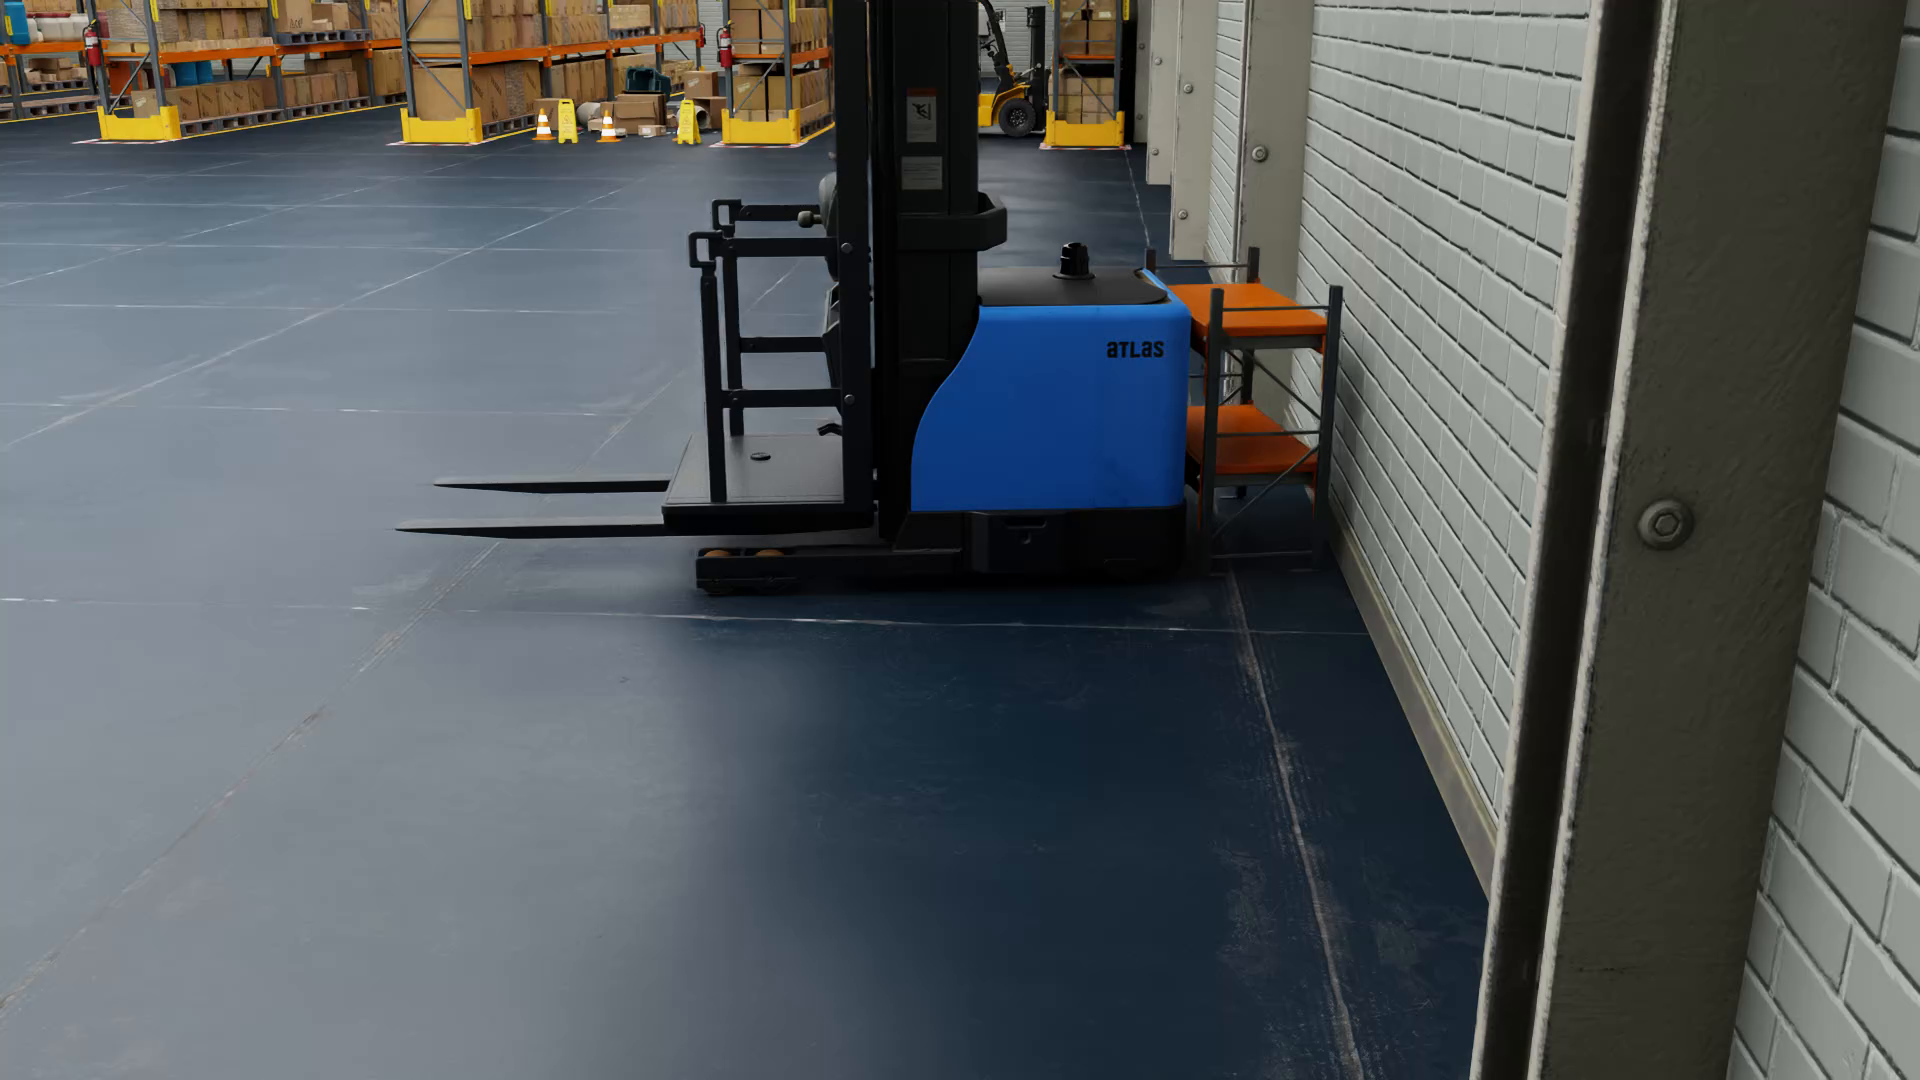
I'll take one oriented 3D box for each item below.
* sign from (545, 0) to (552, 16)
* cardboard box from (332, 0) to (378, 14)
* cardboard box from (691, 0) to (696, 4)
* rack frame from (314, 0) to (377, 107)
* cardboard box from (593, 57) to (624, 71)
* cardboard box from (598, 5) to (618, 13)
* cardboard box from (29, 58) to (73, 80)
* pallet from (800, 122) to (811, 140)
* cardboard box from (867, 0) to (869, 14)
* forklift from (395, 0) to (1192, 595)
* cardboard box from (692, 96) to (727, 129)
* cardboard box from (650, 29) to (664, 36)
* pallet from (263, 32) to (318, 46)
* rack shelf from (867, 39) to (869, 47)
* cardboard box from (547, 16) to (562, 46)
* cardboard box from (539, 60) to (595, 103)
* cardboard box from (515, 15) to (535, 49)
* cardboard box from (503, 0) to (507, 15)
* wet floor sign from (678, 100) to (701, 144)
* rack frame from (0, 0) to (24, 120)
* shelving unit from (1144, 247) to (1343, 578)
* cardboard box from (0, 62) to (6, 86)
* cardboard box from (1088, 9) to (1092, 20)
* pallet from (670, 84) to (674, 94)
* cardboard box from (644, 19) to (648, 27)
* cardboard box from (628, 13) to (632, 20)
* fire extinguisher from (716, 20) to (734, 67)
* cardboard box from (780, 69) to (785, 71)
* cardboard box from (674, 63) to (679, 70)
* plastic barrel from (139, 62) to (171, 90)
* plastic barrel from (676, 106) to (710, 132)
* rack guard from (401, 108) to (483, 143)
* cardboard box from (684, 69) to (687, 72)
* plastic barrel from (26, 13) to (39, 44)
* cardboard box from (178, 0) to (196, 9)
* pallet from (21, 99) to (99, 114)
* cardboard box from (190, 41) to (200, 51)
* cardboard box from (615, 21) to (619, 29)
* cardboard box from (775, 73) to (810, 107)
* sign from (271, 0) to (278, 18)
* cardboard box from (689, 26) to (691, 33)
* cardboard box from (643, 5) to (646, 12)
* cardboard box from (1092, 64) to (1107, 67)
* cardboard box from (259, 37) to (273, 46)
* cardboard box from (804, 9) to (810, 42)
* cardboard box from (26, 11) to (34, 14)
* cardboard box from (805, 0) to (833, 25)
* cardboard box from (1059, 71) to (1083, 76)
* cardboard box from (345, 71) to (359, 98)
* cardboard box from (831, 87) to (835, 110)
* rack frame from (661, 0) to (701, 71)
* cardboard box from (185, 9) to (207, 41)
[{"bbox_3d":[-7.161,-9.287,28.932,0.100,0.325,0.005,1,18,4],"label":"sign"},{"bbox_3d":[-12.300,-10.986,33.861,0.797,0.503,0.637,2,18,6],"label":"cardboard box"},{"bbox_3d":[-6.639,-13.094,39.822,0.500,0.500,0.500,1,18,3],"label":"cardboard box"},{"bbox_3d":[-12.368,-10.235,33.341,1.000,3.000,0.127,1,18,4],"label":"rack frame"},{"bbox_3d":[-7.137,-9.670,33.751,0.500,0.250,0.500,0,18,1],"label":"cardboard box"},{"bbox_3d":[-7.163,-10.754,33.700,0.380,0.149,0.250,1,18,4],"label":"cardboard box"},{"bbox_3d":[-21.832,-11.306,39.912,0.797,0.503,0.637,1,18,4],"label":"cardboard box"},{"bbox_3d":[-2.958,-6.479,26.357,1.003,0.211,1.213,1,18,4],"label":"pallet"},{"bbox_3d":[-2.126,-10.999,33.905,0.500,0.500,0.500,2,18,5],"label":"cardboard box"},{"bbox_3d":[-0.665,-1.355,6.352,3.031,2.935,1.130,-1,18,-3],"label":"forklift"},{"bbox_3d":[-4.204,-7.282,28.340,0.500,0.500,0.500,17,25,41],"label":"cardboard box"},{"bbox_3d":[-6.795,-11.296,36.984,0.380,0.149,0.250,2,18,6],"label":"cardboard box"},{"bbox_3d":[-12.455,-9.135,30.294,1.003,0.211,1.213,1,18,4],"label":"pallet"},{"bbox_3d":[-2.340,-10.293,34.673,1.077,0.370,4.000,1,18,4],"label":"rack shelf"},{"bbox_3d":[-7.409,-9.055,29.580,0.500,0.500,0.500,1,18,5],"label":"cardboard box"},{"bbox_3d":[-7.621,-8.764,31.792,1.050,0.750,0.750,2,18,5],"label":"cardboard box"},{"bbox_3d":[-7.746,-8.635,28.219,0.875,0.550,0.550,1,18,4],"label":"cardboard box"},{"bbox_3d":[-7.905,-8.818,27.042,0.875,0.550,0.500,1,18,4],"label":"cardboard box"},{"bbox_3d":[-4.138,-6.375,25.342,0.267,0.644,0.232,8,20,23],"label":"wet floor sign"},{"bbox_3d":[-17.595,-9.103,29.887,1.000,3.000,0.127,1,18,4],"label":"rack frame"},{"bbox_3d":[1.108,-0.560,6.825,0.538,1.125,1.048,-2,18,-7],"label":"shelving unit"},{"bbox_3d":[-21.755,-10.408,37.176,0.500,0.500,0.500,1,18,4],"label":"cardboard box"},{"bbox_3d":[2.131,-7.953,25.174,0.380,0.149,0.250,1,18,4],"label":"cardboard box"},{"bbox_3d":[-7.129,-10.219,37.772,1.003,0.211,1.213,1,18,4],"label":"pallet"},{"bbox_3d":[-6.990,-11.207,36.036,0.380,0.149,0.250,1,18,4],"label":"cardboard box"},{"bbox_3d":[-7.087,-10.944,34.756,0.380,0.149,0.250,2,18,6],"label":"cardboard box"},{"bbox_3d":[-3.525,-7.467,25.018,0.296,0.674,0.183,1,18,4],"label":"fire extinguisher"},{"bbox_3d":[-3.109,-7.677,28.071,0.500,0.500,0.500,2,18,6],"label":"cardboard box"},{"bbox_3d":[-6.773,-11.050,38.776,0.380,0.149,0.250,1,18,4],"label":"cardboard box"},{"bbox_3d":[-17.209,-9.902,35.524,0.600,0.588,0.708,1,18,4],"label":"plastic barrel"},{"bbox_3d":[-4.419,-6.980,27.545,0.512,0.421,0.421,17,25,41],"label":"plastic barrel"},{"bbox_3d":[-8.003,-6.413,25.691,1.175,0.500,0.348,1,18,4],"label":"rack guard"},{"bbox_3d":[-6.668,-11.071,39.318,0.380,0.149,0.250,2,18,5],"label":"cardboard box"},{"bbox_3d":[-17.308,-9.460,30.758,0.433,0.535,0.433,0,18,0],"label":"plastic barrel"},{"bbox_3d":[-12.588,-8.734,26.517,0.500,0.500,0.500,1,18,4],"label":"cardboard box"},{"bbox_3d":[-17.493,-8.403,32.228,1.003,0.211,1.213,1,18,4],"label":"pallet"},{"bbox_3d":[-12.591,-8.024,26.998,0.380,0.149,0.250,1,18,4],"label":"cardboard box"},{"bbox_3d":[-7.157,-10.474,33.801,0.380,0.149,0.250,2,18,7],"label":"cardboard box"},{"bbox_3d":[-2.689,-7.192,26.593,0.500,0.500,0.500,1,18,2],"label":"cardboard box"},{"bbox_3d":[-12.113,-9.394,29.385,0.100,0.325,0.005,1,18,4],"label":"sign"},{"bbox_3d":[-6.654,-12.196,39.729,0.380,0.149,0.250,1,18,3],"label":"cardboard box"},{"bbox_3d":[-6.994,-11.485,35.931,0.380,0.149,0.250,1,18,2],"label":"cardboard box"},{"bbox_3d":[2.816,-9.379,33.027,0.380,0.149,0.250,2,18,7],"label":"cardboard box"},{"bbox_3d":[-12.377,-8.800,29.365,0.380,0.149,0.250,1,18,4],"label":"cardboard box"},{"bbox_3d":[-2.677,-8.178,26.425,0.500,0.500,0.500,1,18,3],"label":"cardboard box"},{"bbox_3d":[-21.654,-11.899,38.260,0.500,0.500,0.500,2,18,5],"label":"cardboard box"},{"bbox_3d":[-2.451,-9.299,29.172,0.500,0.500,0.500,2,18,5],"label":"cardboard box"},{"bbox_3d":[1.762,-7.573,27.353,0.500,0.250,0.500,2,18,6],"label":"cardboard box"},{"bbox_3d":[-12.396,-9.047,33.025,0.700,0.500,0.500,0,18,1],"label":"cardboard box"},{"bbox_3d":[-2.735,-7.885,29.715,0.950,0.372,0.625,2,18,5],"label":"cardboard box"},{"bbox_3d":[-6.855,-12.577,40.490,1.000,3.000,0.127,1,18,4],"label":"rack frame"},{"bbox_3d":[-12.880,-8.422,27.169,0.875,0.500,0.500,1,18,4],"label":"cardboard box"}]
